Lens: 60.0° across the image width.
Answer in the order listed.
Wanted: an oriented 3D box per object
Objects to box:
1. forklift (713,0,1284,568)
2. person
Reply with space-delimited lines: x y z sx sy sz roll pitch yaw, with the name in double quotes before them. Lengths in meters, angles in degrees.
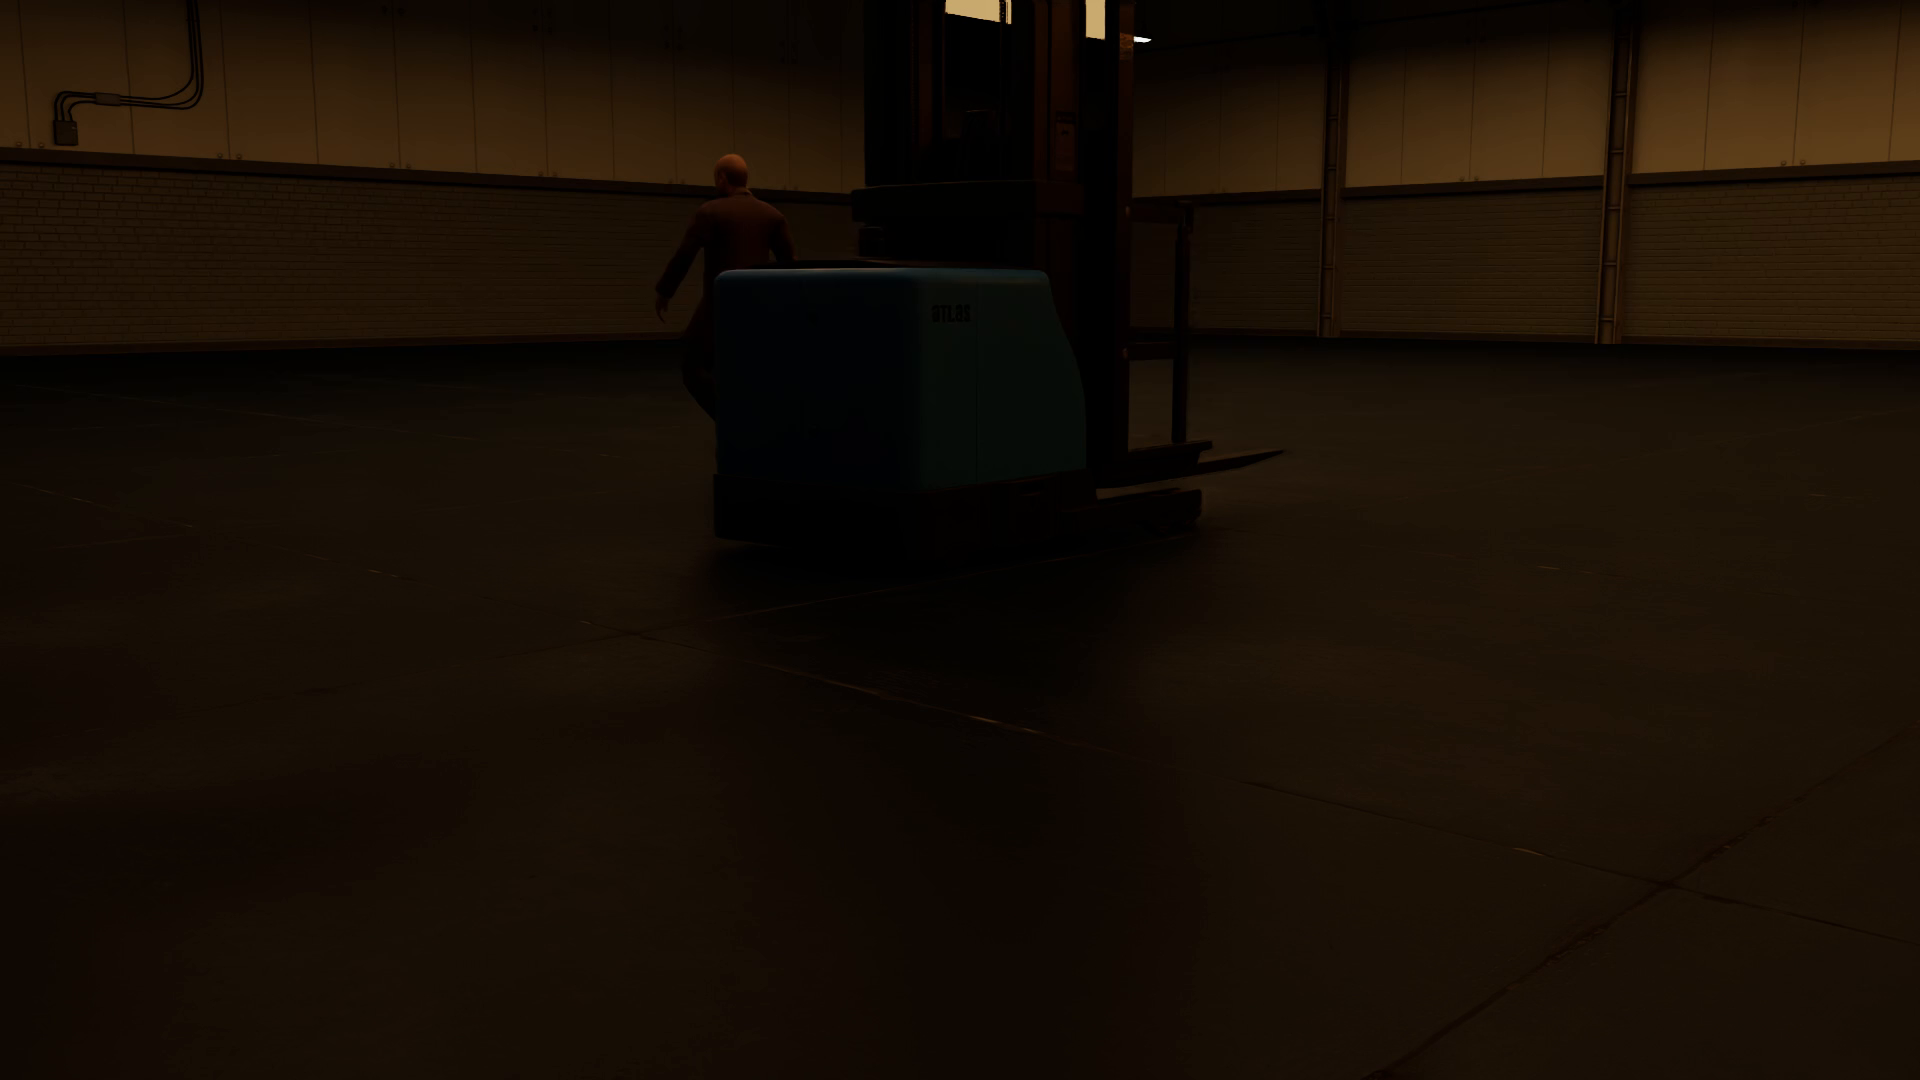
"forklift" 0.376 -1.521 6.977 1.130 2.935 3.031 7 11 38
"person" -1.275 -1.303 9.479 0.598 1.760 0.826 8 12 44
